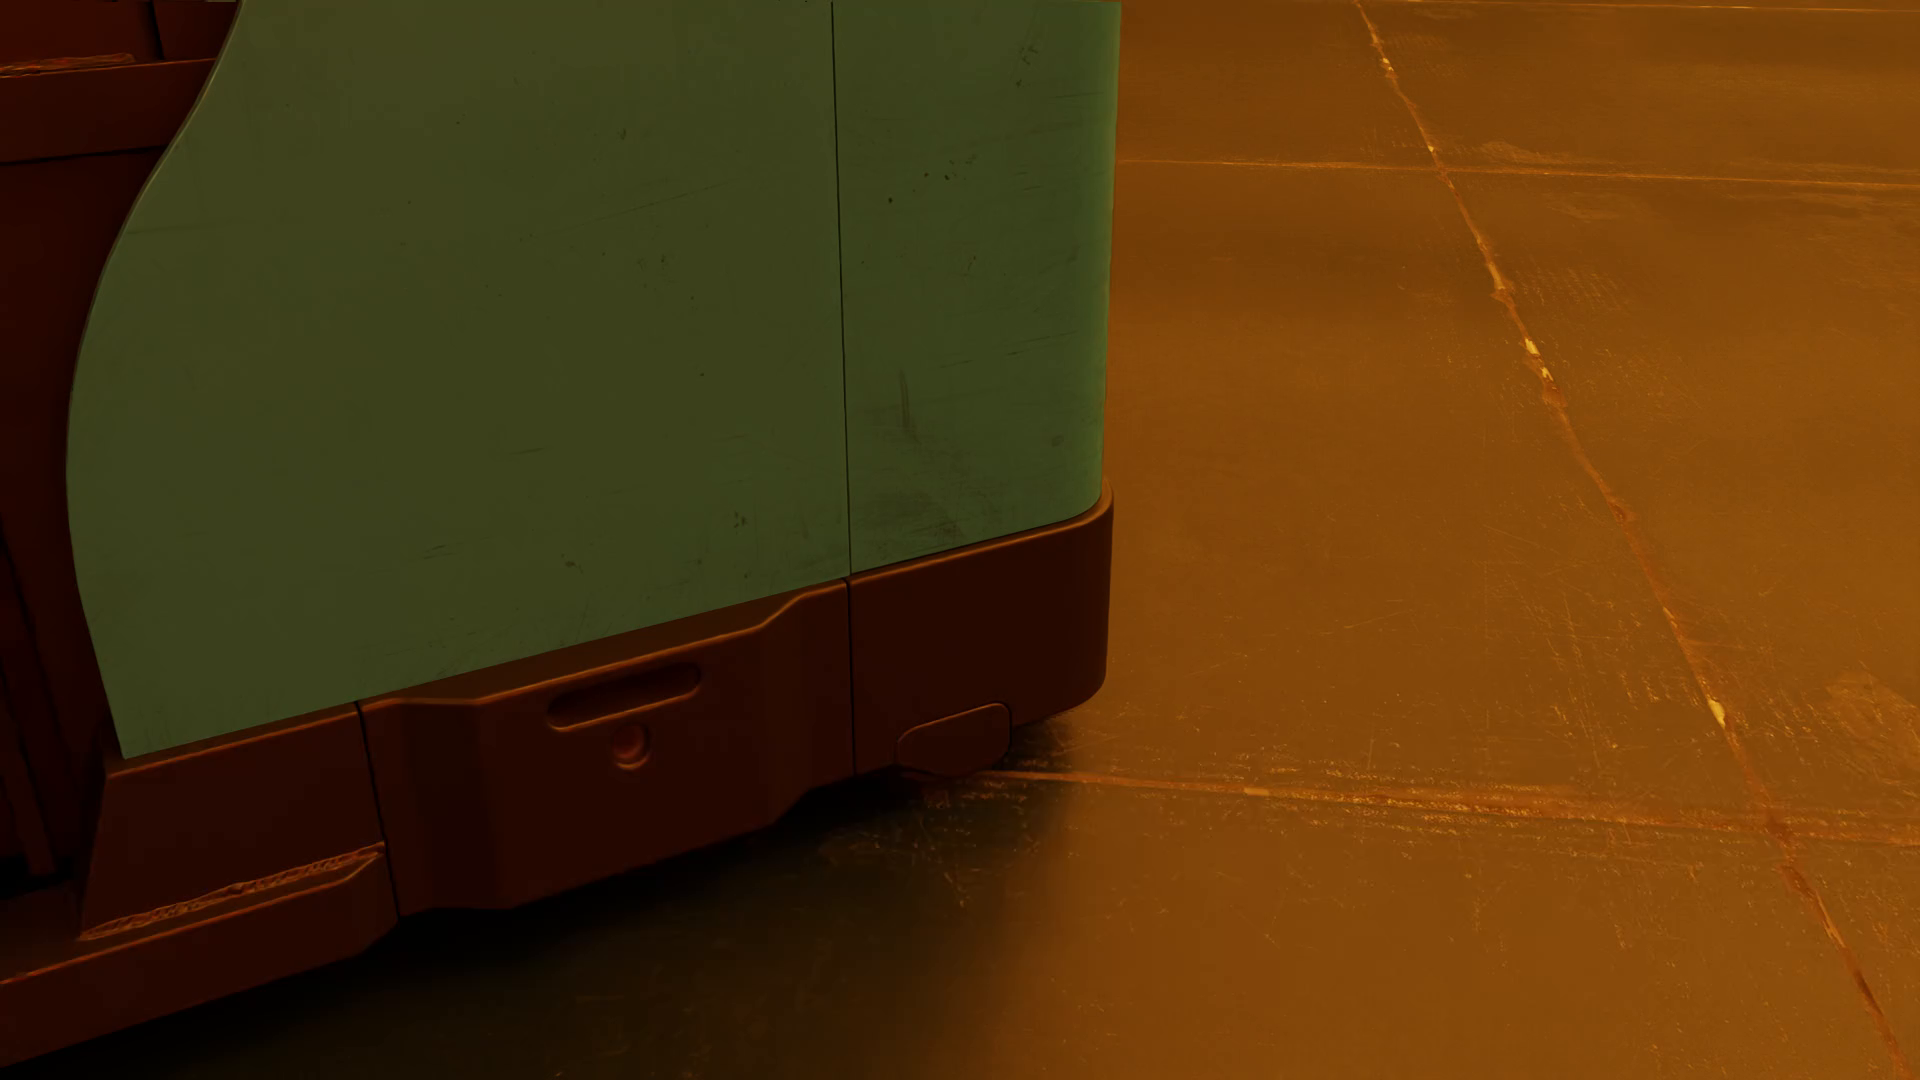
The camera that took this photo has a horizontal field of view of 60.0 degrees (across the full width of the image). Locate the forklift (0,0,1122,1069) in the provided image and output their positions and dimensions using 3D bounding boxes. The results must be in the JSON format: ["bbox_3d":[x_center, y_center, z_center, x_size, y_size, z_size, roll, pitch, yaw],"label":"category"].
[{"bbox_3d":[-1.362,-0.944,1.108,3.031,2.935,1.130,-14,30,-26],"label":"forklift"}]
